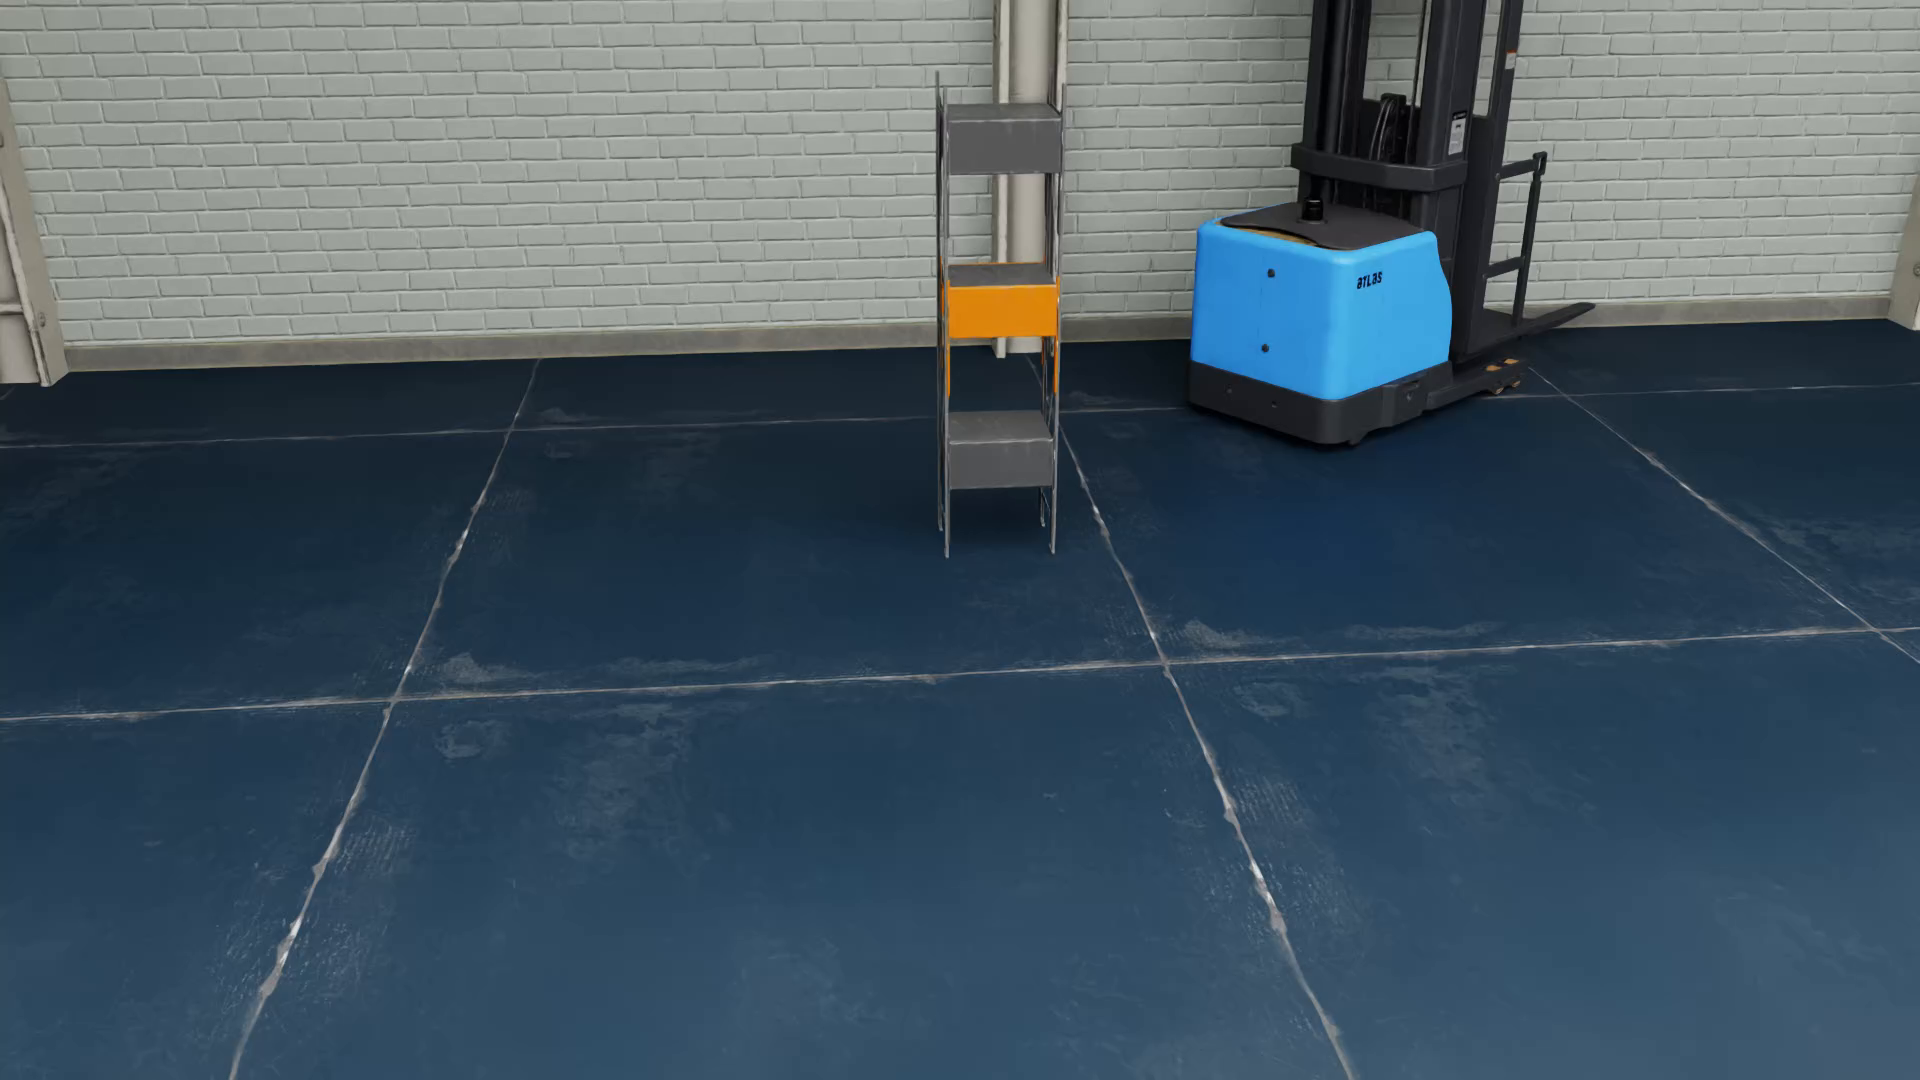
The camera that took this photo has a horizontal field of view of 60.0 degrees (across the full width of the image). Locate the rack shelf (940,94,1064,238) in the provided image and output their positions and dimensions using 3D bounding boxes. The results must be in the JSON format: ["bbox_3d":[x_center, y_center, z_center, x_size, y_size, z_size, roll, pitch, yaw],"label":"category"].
[{"bbox_3d":[0.165,-1.593,7.060,0.480,0.518,0.431,-2,24,-5],"label":"rack shelf"}]

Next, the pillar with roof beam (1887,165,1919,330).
[{"bbox_3d":[6.802,-3.808,5.239,0.400,9.000,9.100,-2,24,-5],"label":"pillar with roof beam"}]

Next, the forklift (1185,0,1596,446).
[{"bbox_3d":[2.699,-2.326,9.373,3.031,2.935,1.130,-20,31,-38],"label":"forklift"}]

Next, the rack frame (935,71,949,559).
[{"bbox_3d":[-0.078,-0.956,7.316,0.015,2.100,0.400,-2,24,-5],"label":"rack frame"}]

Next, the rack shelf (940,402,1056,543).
[{"bbox_3d":[0.165,-0.314,7.628,0.480,0.518,0.431,-2,24,-5],"label":"rack shelf"}]

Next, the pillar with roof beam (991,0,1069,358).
[{"bbox_3d":[0.831,-3.569,4.700,0.400,9.000,9.100,-2,24,-5],"label":"pillar with roof beam"}]

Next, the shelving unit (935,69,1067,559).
[{"bbox_3d":[0.165,-0.966,7.338,0.503,2.100,0.431,-2,24,-5],"label":"shelving unit"}]

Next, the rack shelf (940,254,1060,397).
[{"bbox_3d":[0.165,-0.954,7.344,0.480,0.518,0.431,-2,24,-5],"label":"rack shelf"}]

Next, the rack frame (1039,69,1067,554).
[{"bbox_3d":[0.408,-0.976,7.360,0.015,2.100,0.400,-2,24,-5],"label":"rack frame"}]

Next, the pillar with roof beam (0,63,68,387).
[{"bbox_3d":[-5.140,-3.329,4.161,0.400,9.000,9.100,-2,24,-5],"label":"pillar with roof beam"}]
